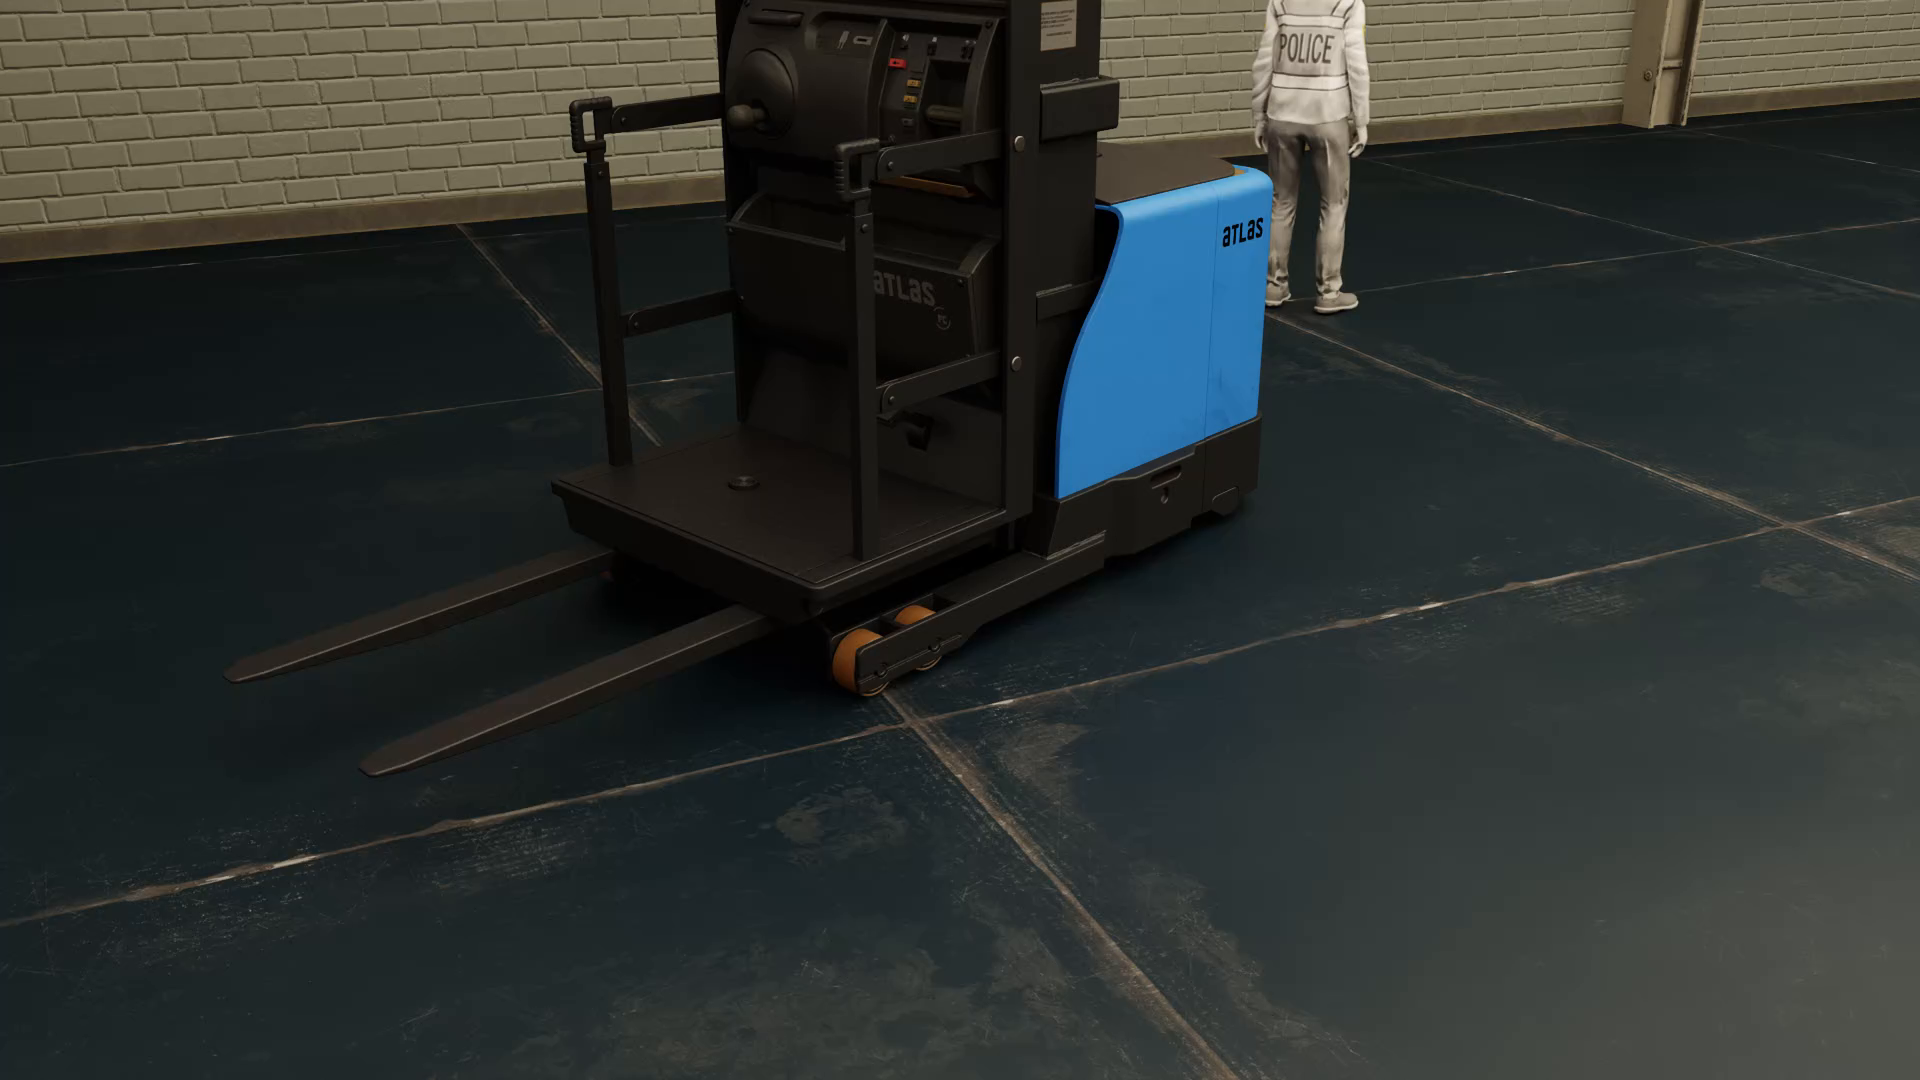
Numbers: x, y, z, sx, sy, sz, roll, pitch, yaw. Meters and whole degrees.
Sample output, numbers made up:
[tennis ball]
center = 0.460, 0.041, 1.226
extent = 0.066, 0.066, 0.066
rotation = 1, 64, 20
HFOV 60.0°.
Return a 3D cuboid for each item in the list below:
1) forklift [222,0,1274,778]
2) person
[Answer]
[forklift]
center = -0.413, -1.182, 4.131
extent = 1.130, 2.935, 3.031
rotation = 19, 29, 39
[person]
center = 1.556, -1.853, 7.405
extent = 0.534, 1.662, 0.374
rotation = 11, 25, 25
